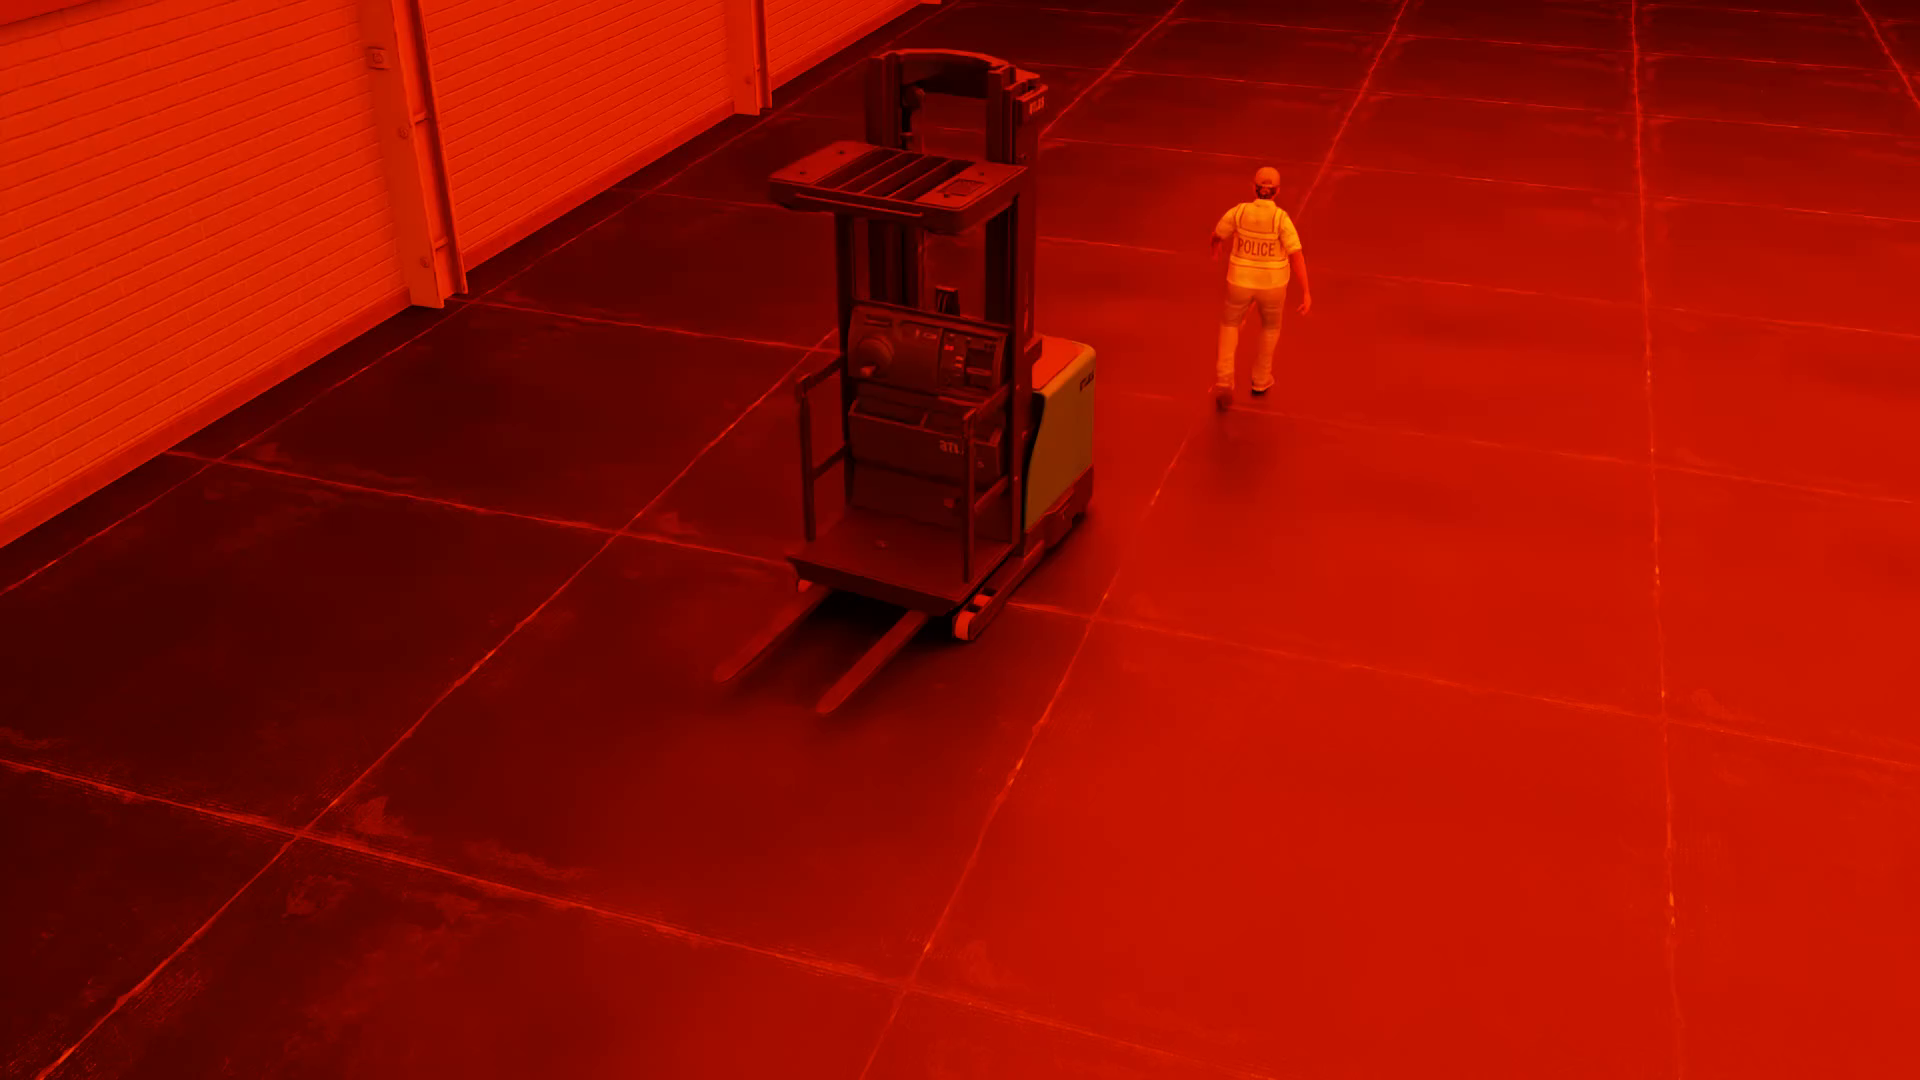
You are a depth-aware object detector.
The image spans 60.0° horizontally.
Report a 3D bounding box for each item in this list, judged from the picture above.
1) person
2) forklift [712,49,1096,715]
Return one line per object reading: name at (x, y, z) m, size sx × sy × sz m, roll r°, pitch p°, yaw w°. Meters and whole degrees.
person at (2.072, -1.780, 11.571) m, size 0.792 × 1.646 × 0.639 m, roll 10°, pitch 31°, yaw 16°
forklift at (-0.280, -0.968, 8.835) m, size 1.130 × 2.935 × 3.031 m, roll 14°, pitch 33°, yaw 23°
